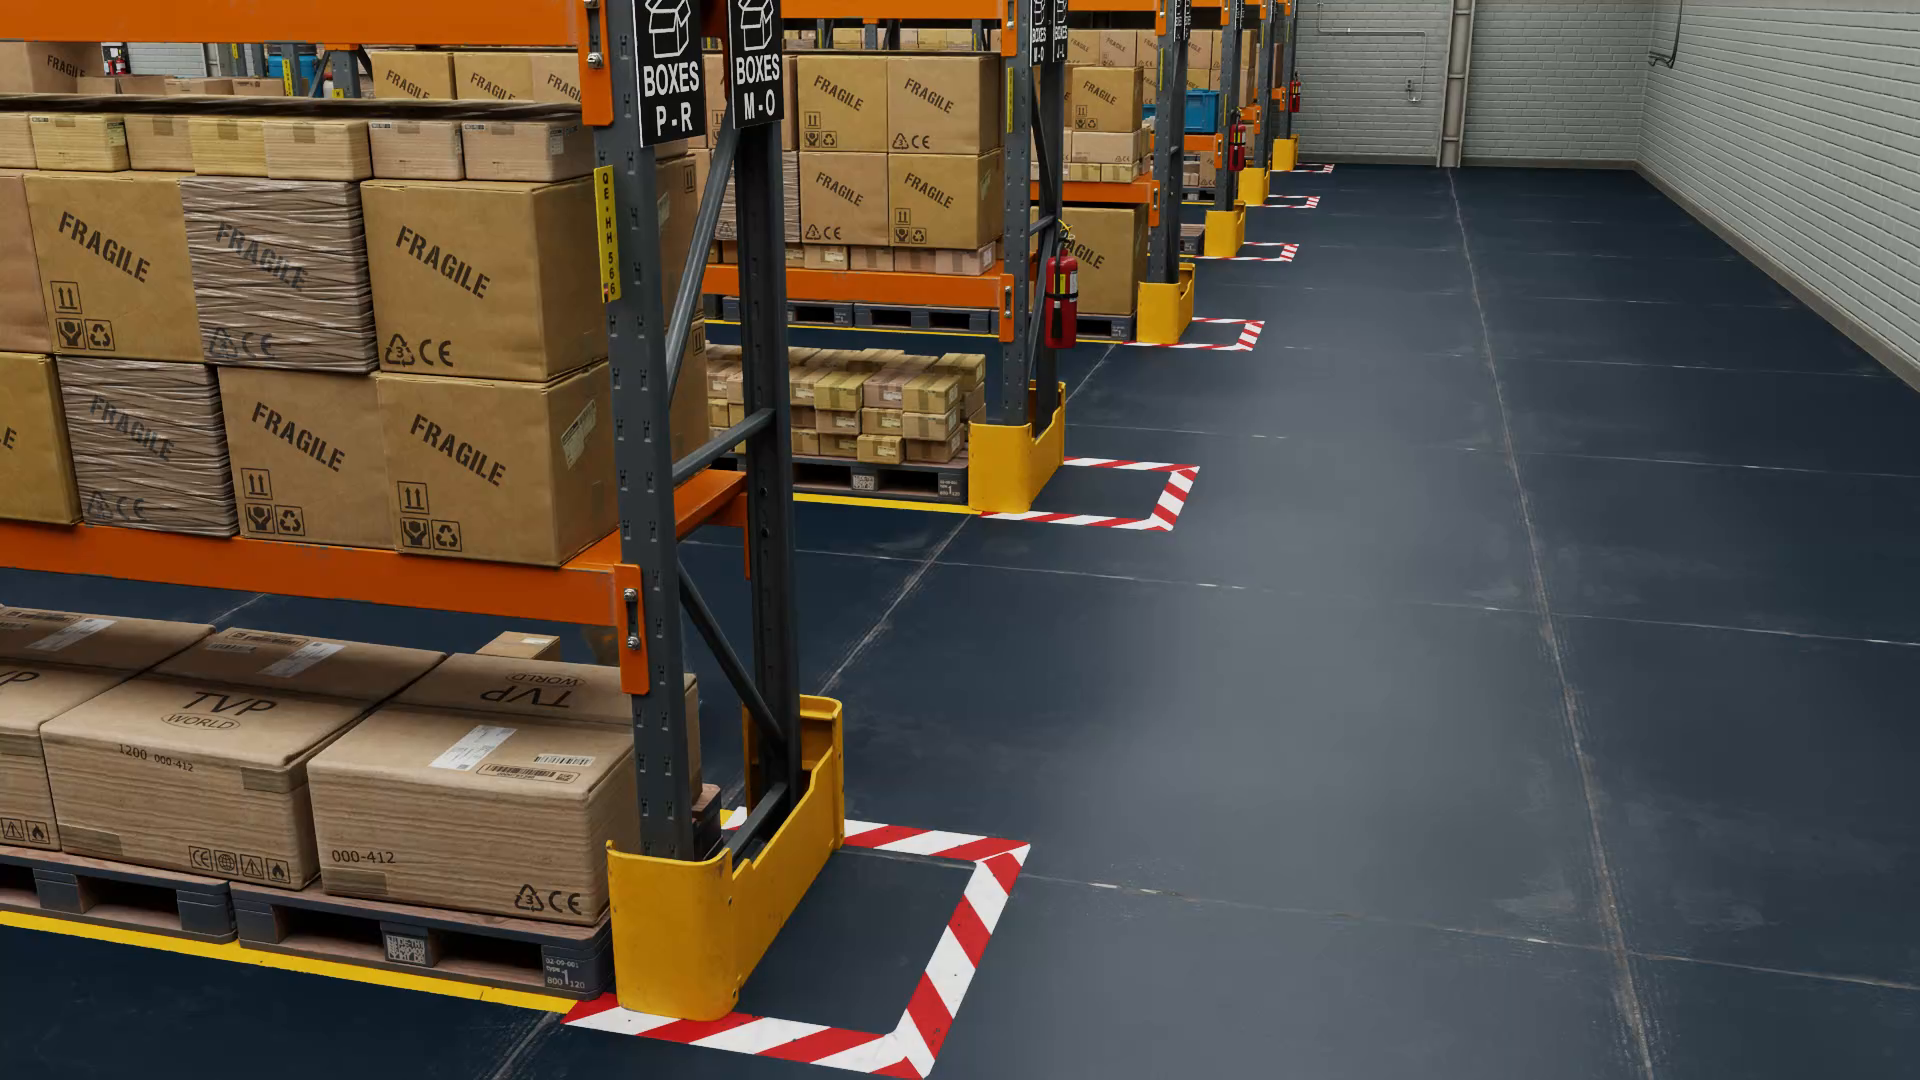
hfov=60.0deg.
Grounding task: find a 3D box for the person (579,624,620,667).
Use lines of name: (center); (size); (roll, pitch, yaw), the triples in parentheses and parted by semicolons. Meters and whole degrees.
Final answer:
person: (-1.312, -0.107, 6.425); (0.408, 1.729, 0.541); (5, 19, 14)
